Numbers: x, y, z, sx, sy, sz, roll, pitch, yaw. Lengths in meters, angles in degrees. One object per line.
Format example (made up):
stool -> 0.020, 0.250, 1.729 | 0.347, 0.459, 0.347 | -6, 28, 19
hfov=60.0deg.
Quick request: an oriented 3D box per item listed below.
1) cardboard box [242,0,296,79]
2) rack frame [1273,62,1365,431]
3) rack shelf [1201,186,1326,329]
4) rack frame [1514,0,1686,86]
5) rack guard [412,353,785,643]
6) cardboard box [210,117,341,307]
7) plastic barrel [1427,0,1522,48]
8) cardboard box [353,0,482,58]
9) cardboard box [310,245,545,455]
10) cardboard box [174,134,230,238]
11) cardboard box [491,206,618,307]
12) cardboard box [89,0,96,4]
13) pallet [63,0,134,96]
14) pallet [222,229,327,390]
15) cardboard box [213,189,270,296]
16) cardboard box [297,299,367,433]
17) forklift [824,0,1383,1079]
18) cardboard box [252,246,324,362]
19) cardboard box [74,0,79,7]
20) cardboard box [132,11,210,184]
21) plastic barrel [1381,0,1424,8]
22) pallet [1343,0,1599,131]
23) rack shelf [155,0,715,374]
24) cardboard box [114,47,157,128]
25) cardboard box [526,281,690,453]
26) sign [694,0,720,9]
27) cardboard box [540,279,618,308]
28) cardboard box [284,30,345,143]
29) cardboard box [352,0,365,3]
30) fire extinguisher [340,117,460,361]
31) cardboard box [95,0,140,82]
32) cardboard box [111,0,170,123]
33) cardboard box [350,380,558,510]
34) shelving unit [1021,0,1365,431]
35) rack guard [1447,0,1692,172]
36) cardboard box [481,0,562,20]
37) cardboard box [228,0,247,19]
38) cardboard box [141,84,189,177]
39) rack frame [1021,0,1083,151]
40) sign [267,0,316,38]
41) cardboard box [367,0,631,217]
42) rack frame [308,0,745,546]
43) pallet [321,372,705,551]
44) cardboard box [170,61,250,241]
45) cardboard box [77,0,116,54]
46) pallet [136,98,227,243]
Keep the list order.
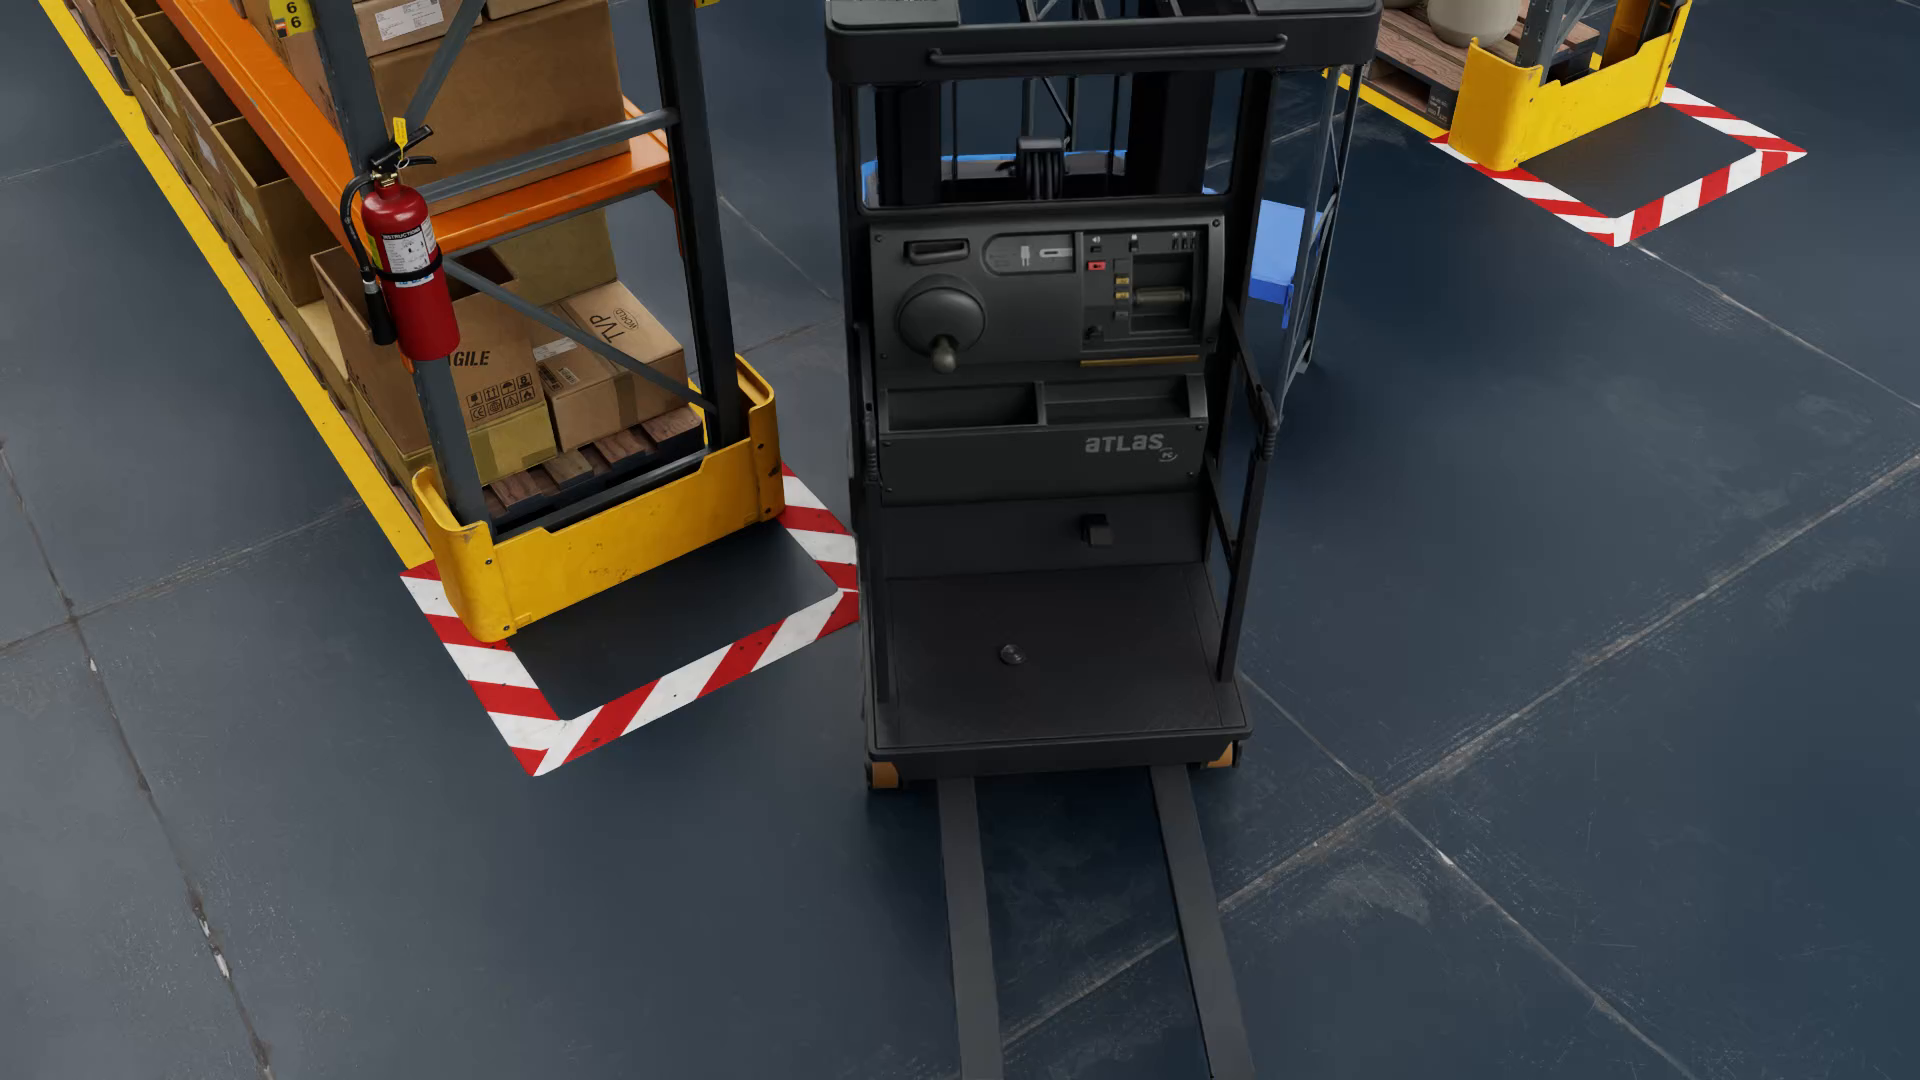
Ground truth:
cardboard box -> -2.024, -1.960, 5.558 | 0.700, 0.500, 0.500 | -25, 49, -24
rack frame -> 1.256, -1.096, 5.812 | 0.032, 1.500, 0.500 | 17, 46, 17
rack shelf -> 0.790, -1.106, 6.083 | 1.000, 0.185, 0.538 | 17, 46, 17
rack frame -> 2.881, -3.030, 6.751 | 1.000, 3.000, 0.127 | -26, 49, -24
rack guard -> -1.170, -0.157, 5.553 | 1.175, 0.500, 0.348 | -26, 49, -24
cardboard box -> -2.319, -1.250, 6.032 | 0.500, 0.500, 0.500 | -26, 49, -24
plastic barrel -> 2.442, -2.624, 7.824 | 0.421, 0.512, 0.421 | 0, 44, 0
cardboard box -> -1.559, -1.487, 4.593 | 0.380, 0.149, 0.250 | -27, 50, -25
cardboard box -> -1.735, -0.690, 5.444 | 0.500, 0.500, 0.500 | -26, 49, -24
cardboard box -> -2.892, -1.545, 6.883 | 0.500, 0.250, 0.500 | -26, 49, -24
cardboard box -> -1.596, -1.178, 5.955 | 0.500, 0.500, 0.500 | -26, 49, -24
cardboard box -> -3.939, -2.817, 7.809 | 0.500, 0.311, 0.500 | -26, 49, -24
pallet -> -3.926, -2.734, 8.461 | 1.003, 0.211, 1.213 | -26, 49, -24
pallet -> -2.349, -1.173, 6.826 | 1.003, 0.211, 1.213 | -26, 49, -24
cardboard box -> -2.601, -1.264, 6.589 | 0.500, 0.250, 0.500 | -26, 49, -24
cardboard box -> -2.029, -0.698, 5.996 | 0.500, 0.250, 0.500 | -26, 49, -24
forklift -> 0.251, -0.564, 4.218 | 1.130, 2.935, 3.031 | -3, 44, -3
cardboard box -> -2.316, -0.980, 6.292 | 0.500, 0.250, 0.500 | -26, 49, -24
cardboard box -> -4.235, -2.905, 8.308 | 0.500, 0.250, 0.500 | -26, 50, -25
cardboard box -> -2.891, -1.817, 6.625 | 0.500, 0.500, 0.500 | -26, 49, -24
plastic barrel -> 2.155, -2.908, 8.122 | 0.421, 0.512, 0.421 | 0, 44, 0
pallet -> 2.339, -2.508, 8.224 | 1.003, 0.211, 1.213 | -26, 49, -24
rack shelf -> -2.328, -1.948, 6.139 | 1.077, 0.370, 4.000 | -26, 49, -24
cardboard box -> -3.455, -2.115, 7.481 | 0.500, 0.250, 0.500 | -26, 49, -24
cardboard box -> -1.308, -0.624, 5.919 | 0.500, 0.250, 0.500 | -26, 49, -24
sign -> -0.725, -1.633, 4.604 | 0.100, 0.325, 0.005 | -26, 49, -24
cardboard box -> -1.597, -0.906, 6.214 | 0.500, 0.250, 0.500 | -26, 49, -24
cardboard box -> -1.745, -1.676, 5.261 | 0.700, 0.500, 0.500 | -24, 49, -23
cardboard box -> -1.471, -1.880, 4.535 | 0.700, 0.500, 0.500 | -26, 49, -24
fire extinguisher -> -1.497, -0.797, 4.468 | 0.296, 0.674, 0.183 | -26, 49, -24
cardboard box -> -3.464, -2.383, 7.218 | 0.500, 0.500, 0.500 | -26, 49, -24
cardboard box -> -3.171, -2.103, 6.924 | 0.500, 0.500, 0.500 | -26, 49, -24
cardboard box -> -1.733, -0.419, 5.704 | 0.500, 0.250, 0.500 | -26, 49, -24
shelving unit -> 0.790, -1.236, 5.959 | 1.048, 1.500, 0.538 | 17, 46, 17
rack guard -> 2.799, -2.150, 7.640 | 1.175, 0.500, 0.348 | -26, 49, -24
cardboard box -> -1.232, -1.653, 4.767 | 0.380, 0.149, 0.250 | -26, 49, -25
cardboard box -> -2.328, -2.256, 5.869 | 0.700, 0.500, 0.500 | -24, 49, -23
cardboard box -> -3.174, -1.830, 7.182 | 0.500, 0.250, 0.500 | -26, 49, -24
rack frame -> 0.324, -1.376, 6.106 | 0.032, 1.500, 0.500 | 17, 46, 17
sign -> -1.637, -1.373, 4.006 | 0.100, 0.325, 0.005 | -26, 49, -24
cardboard box -> -1.440, -1.381, 4.952 | 0.700, 0.500, 0.500 | -26, 49, -24
rack frame -> -1.184, -1.075, 4.704 | 1.000, 3.000, 0.127 | -26, 49, -24
pallet -> -1.656, -0.483, 6.103 | 1.003, 0.211, 1.213 | -26, 49, -24
cardboard box -> -2.604, -1.534, 6.329 | 0.500, 0.500, 0.500 | -26, 49, -24
cardboard box -> -3.947, -2.618, 8.007 | 0.500, 0.250, 0.500 | -26, 50, -25
pallet -> -3.051, -1.865, 7.551 | 1.003, 0.211, 1.213 | -26, 49, -24
